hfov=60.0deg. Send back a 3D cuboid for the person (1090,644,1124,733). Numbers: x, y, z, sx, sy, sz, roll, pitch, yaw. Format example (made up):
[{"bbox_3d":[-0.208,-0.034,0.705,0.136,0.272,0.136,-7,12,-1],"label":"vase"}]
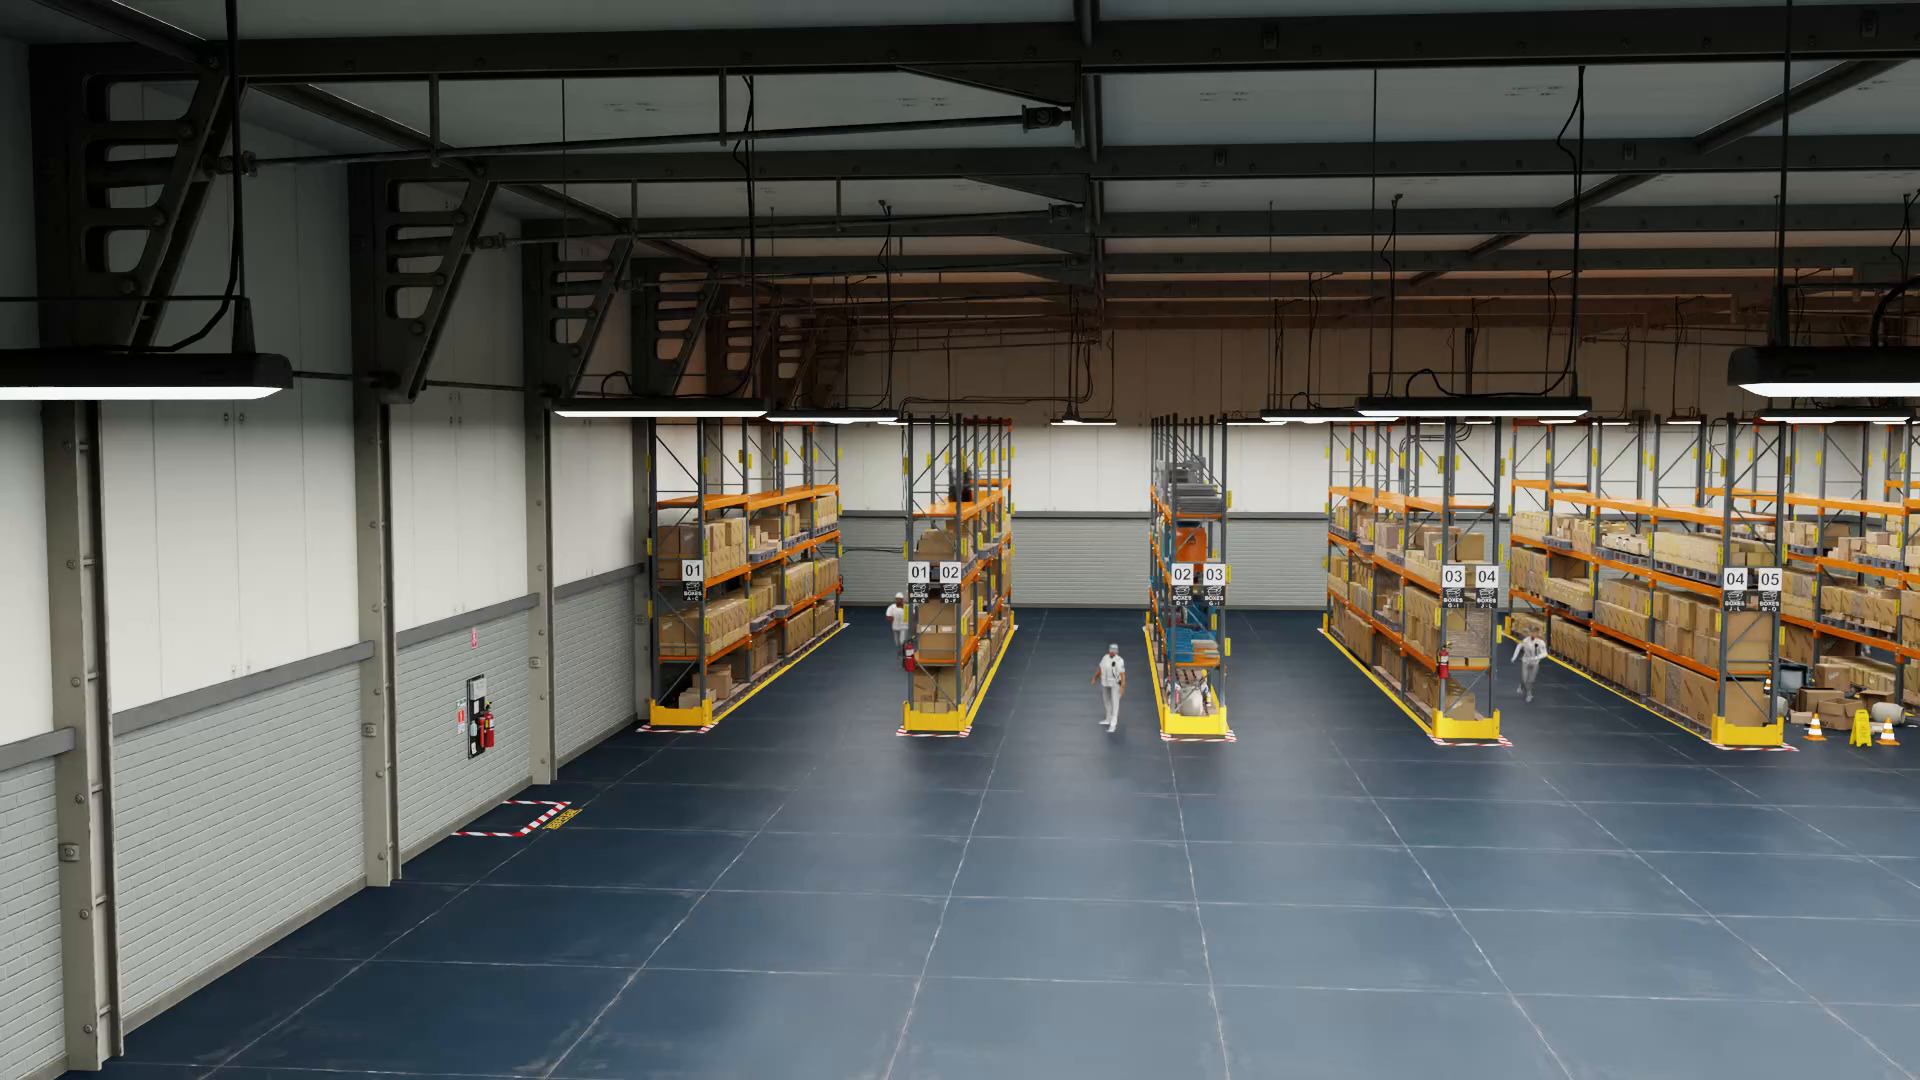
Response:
[{"bbox_3d":[2.819,2.774,31.675,0.692,1.644,0.770,3,5,38],"label":"person"}]

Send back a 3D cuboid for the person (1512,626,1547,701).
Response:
[{"bbox_3d":[11.998,2.591,35.034,0.708,1.621,0.562,1,4,21],"label":"person"}]

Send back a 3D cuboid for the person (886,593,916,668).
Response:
[{"bbox_3d":[-1.436,2.163,39.879,0.664,1.812,0.830,1,4,12],"label":"person"}]

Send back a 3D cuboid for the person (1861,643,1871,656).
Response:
[{"bbox_3d":[22.432,2.104,41.647,0.562,1.640,0.955,-1,4,-9],"label":"person"}]
